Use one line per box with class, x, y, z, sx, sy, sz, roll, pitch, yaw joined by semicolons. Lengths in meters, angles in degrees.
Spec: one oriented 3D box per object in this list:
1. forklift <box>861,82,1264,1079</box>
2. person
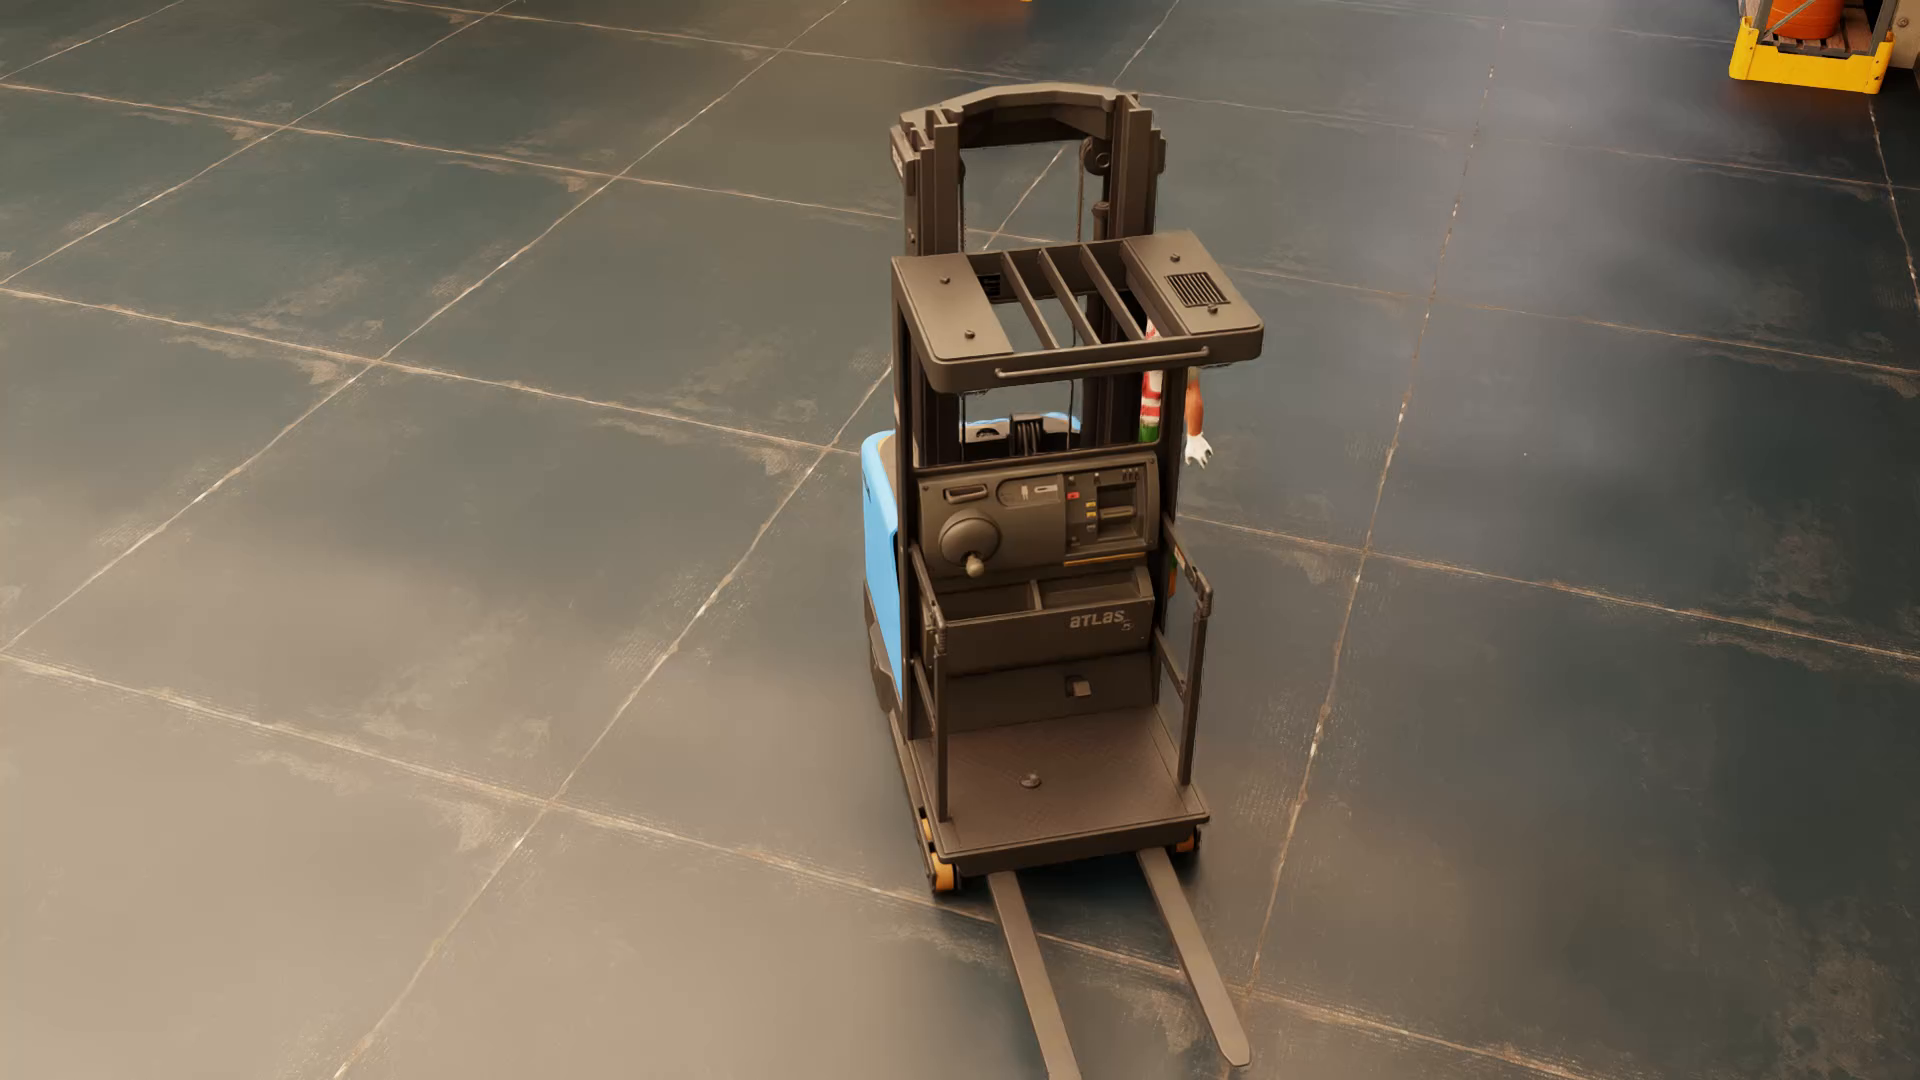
forklift;0.354;-0.028;6.150;1.130;2.935;3.031;-7;36;-10
person;0.927;-0.638;8.074;0.464;1.750;0.887;-10;36;-13
